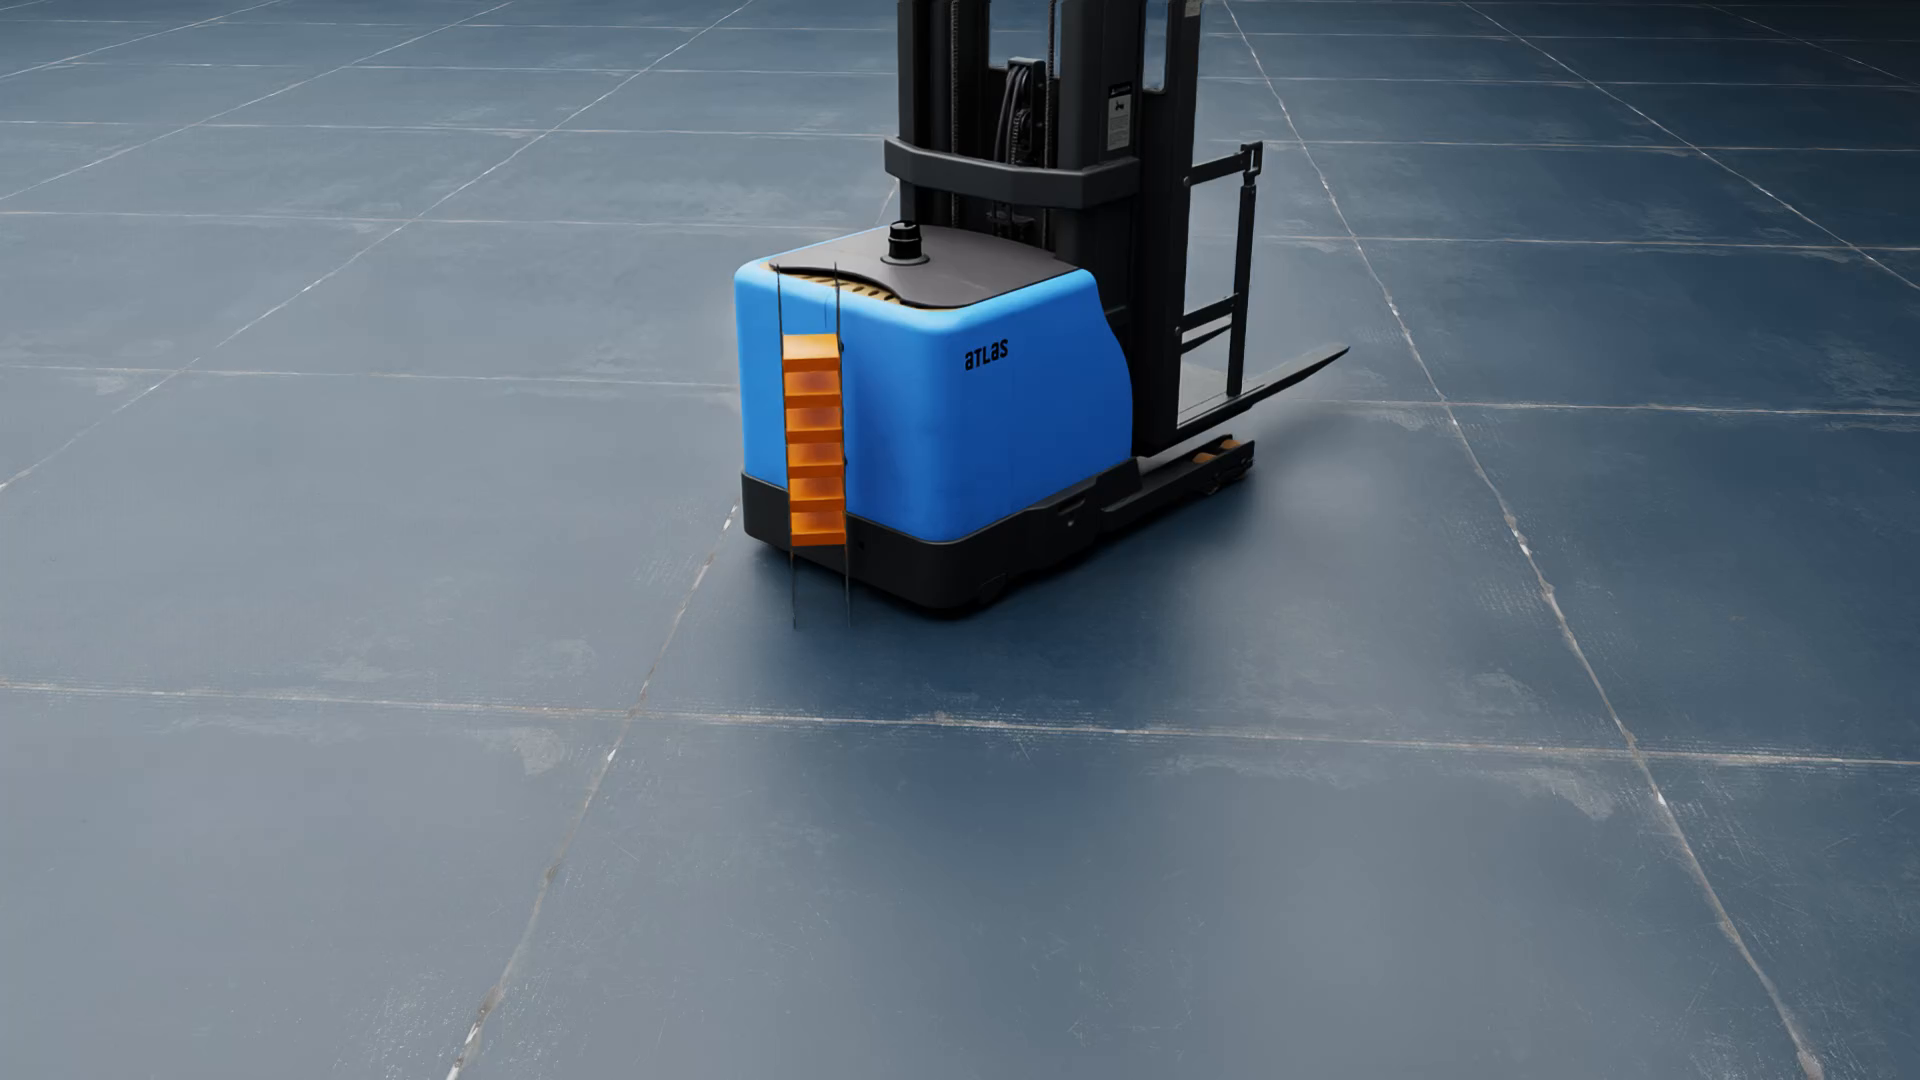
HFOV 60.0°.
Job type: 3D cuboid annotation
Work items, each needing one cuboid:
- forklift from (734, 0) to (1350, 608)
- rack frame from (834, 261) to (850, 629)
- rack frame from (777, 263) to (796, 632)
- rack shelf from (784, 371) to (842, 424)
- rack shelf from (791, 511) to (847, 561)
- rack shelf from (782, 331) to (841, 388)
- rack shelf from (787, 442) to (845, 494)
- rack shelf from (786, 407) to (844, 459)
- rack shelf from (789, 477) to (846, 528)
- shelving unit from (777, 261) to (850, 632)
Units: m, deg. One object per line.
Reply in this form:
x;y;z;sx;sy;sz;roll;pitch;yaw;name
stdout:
0.549;-1.638;6.303;1.130;2.935;3.031;20;31;37;forklift
-0.385;-0.295;5.455;0.006;1.200;0.240;-3;25;-6;rack frame
-0.567;-0.287;5.438;0.006;1.200;0.240;-3;25;-6;rack frame
-0.476;-0.469;5.364;0.180;0.103;0.258;-3;25;-6;rack shelf
-0.476;-0.033;5.566;0.180;0.103;0.258;-3;25;-6;rack shelf
-0.476;-0.578;5.314;0.180;0.103;0.258;-3;25;-6;rack shelf
-0.476;-0.251;5.465;0.180;0.103;0.258;-3;25;-6;rack shelf
-0.476;-0.360;5.415;0.180;0.103;0.258;-3;25;-6;rack shelf
-0.476;-0.142;5.516;0.180;0.103;0.258;-3;25;-6;rack shelf
-0.476;-0.291;5.447;0.189;1.200;0.258;-3;25;-6;shelving unit
